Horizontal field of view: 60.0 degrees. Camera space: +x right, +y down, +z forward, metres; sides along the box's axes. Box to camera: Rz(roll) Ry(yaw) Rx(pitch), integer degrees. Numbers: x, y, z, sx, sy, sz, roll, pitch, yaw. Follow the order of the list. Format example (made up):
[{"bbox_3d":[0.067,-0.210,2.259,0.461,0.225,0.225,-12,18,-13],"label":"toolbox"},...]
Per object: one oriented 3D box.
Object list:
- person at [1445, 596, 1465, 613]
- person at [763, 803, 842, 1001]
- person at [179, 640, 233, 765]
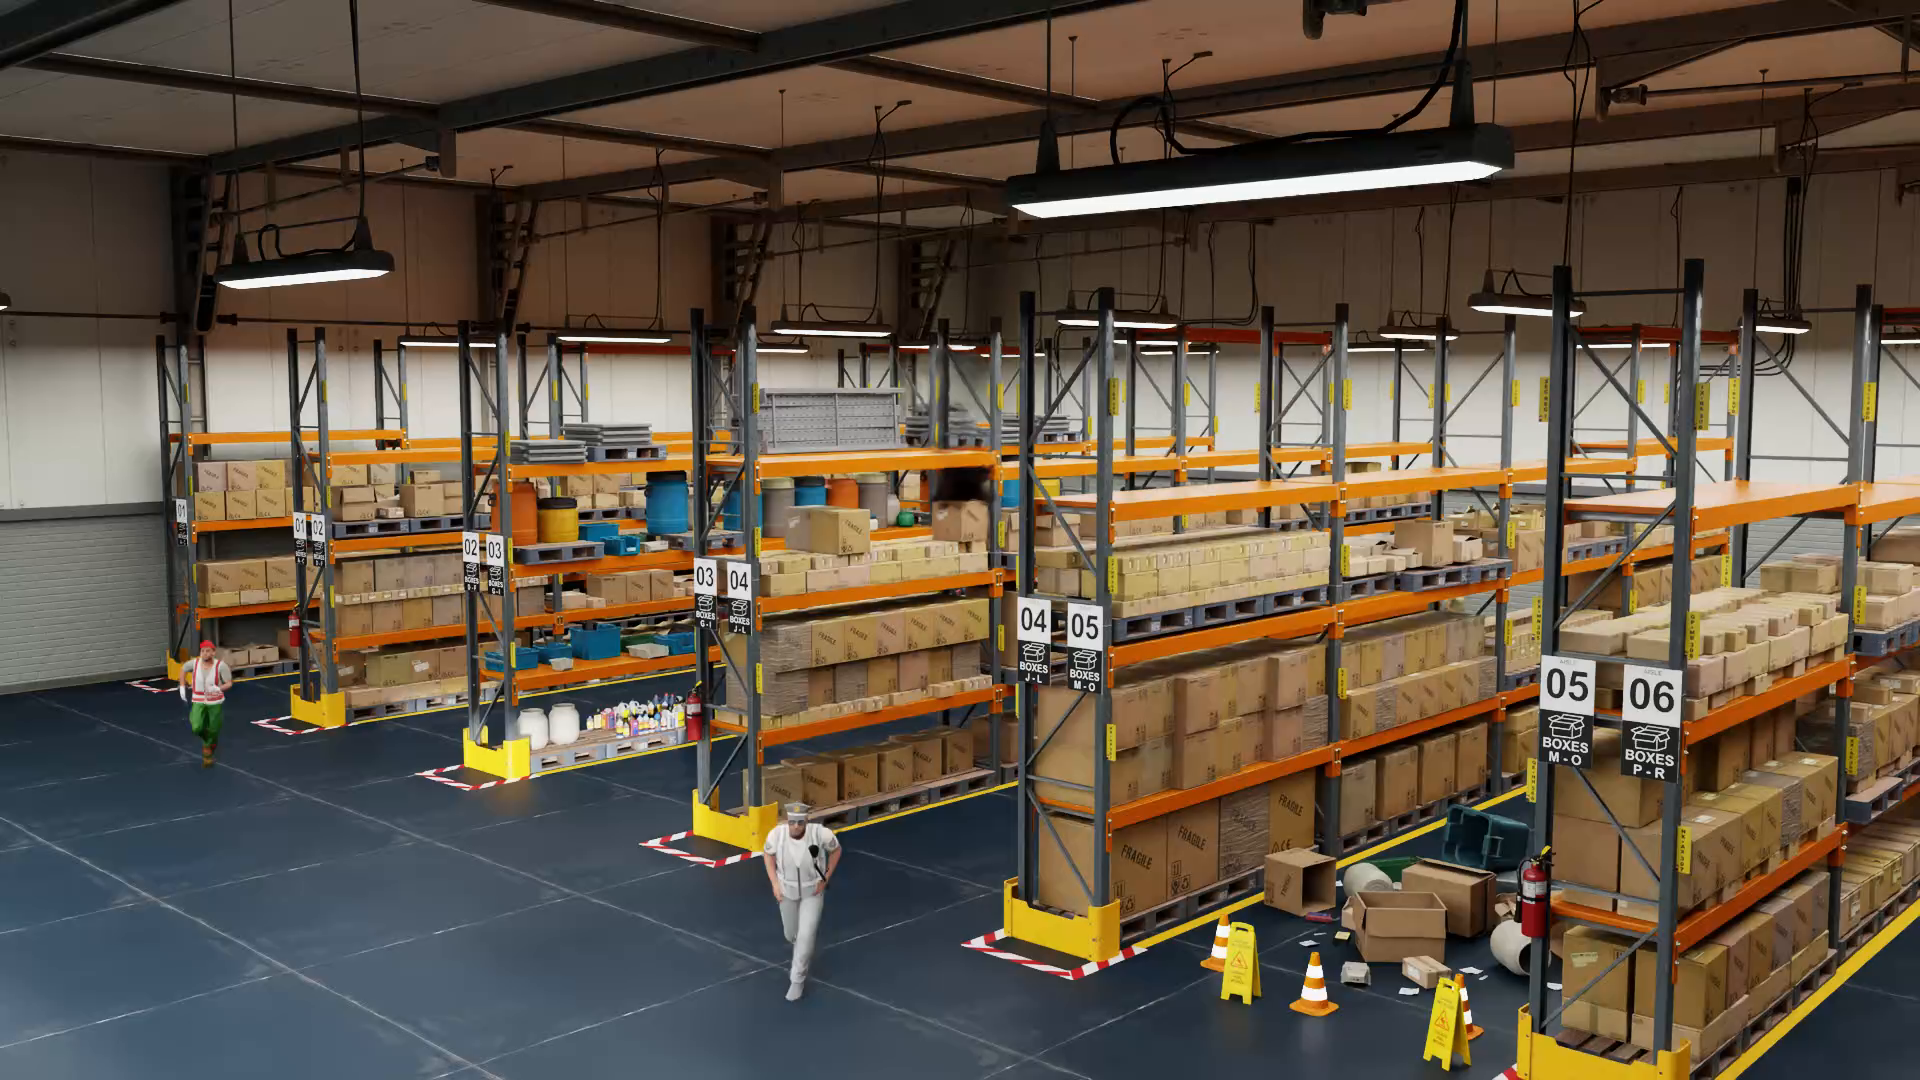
[{"bbox_3d":[9.229,1.455,30.946,0.632,1.607,0.512,-4,7,-40],"label":"person"},{"bbox_3d":[-1.349,3.012,14.302,0.668,1.720,0.933,0,5,-3],"label":"person"},{"bbox_3d":[-10.124,2.201,22.301,0.709,1.727,0.699,-1,6,-13],"label":"person"}]
